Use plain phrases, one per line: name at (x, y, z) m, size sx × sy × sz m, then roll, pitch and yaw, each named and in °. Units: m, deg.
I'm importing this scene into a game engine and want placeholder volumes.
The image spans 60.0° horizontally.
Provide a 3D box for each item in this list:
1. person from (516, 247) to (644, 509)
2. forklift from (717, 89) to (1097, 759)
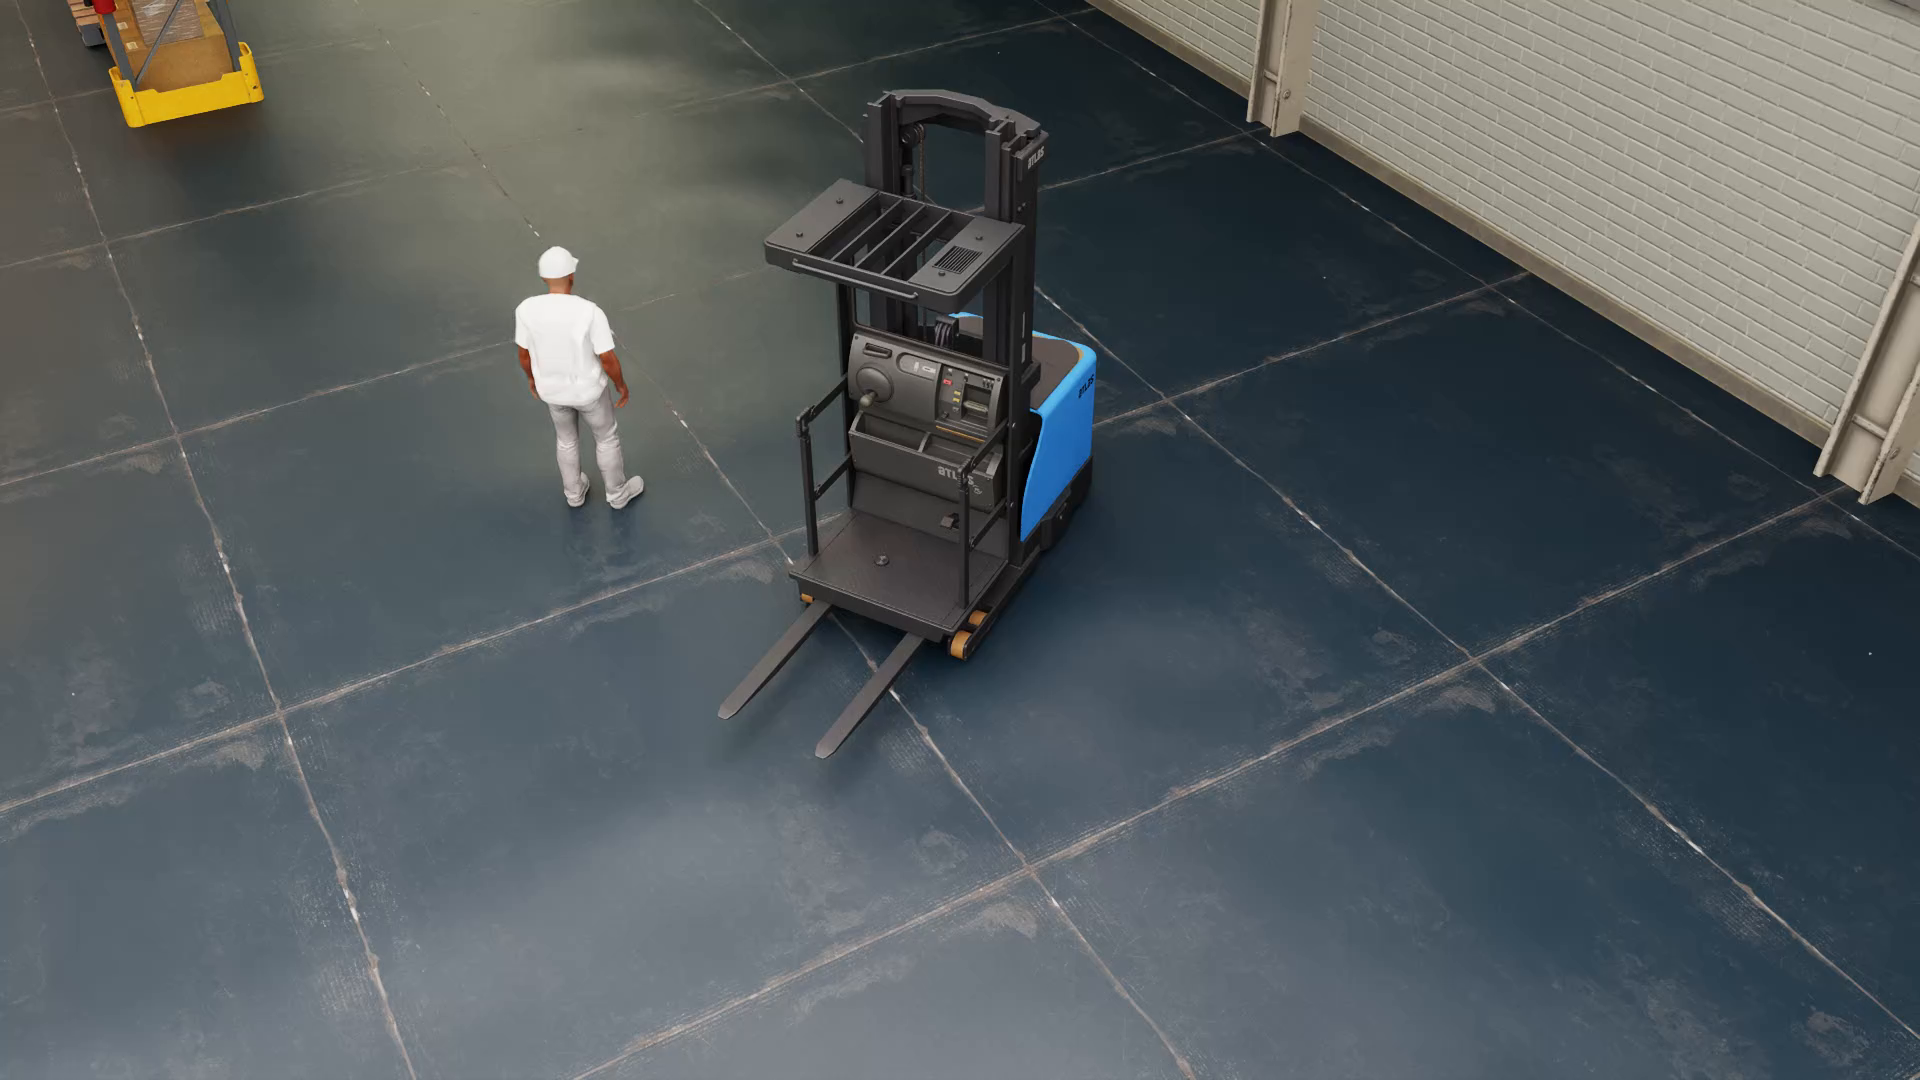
person at (-2.333, -0.959, 10.112) m, size 0.626 × 1.761 × 0.458 m, roll 6°, pitch 40°, yaw 7°
forklift at (-0.292, -0.775, 8.971) m, size 1.130 × 2.935 × 3.031 m, roll 19°, pitch 43°, yaw 21°
